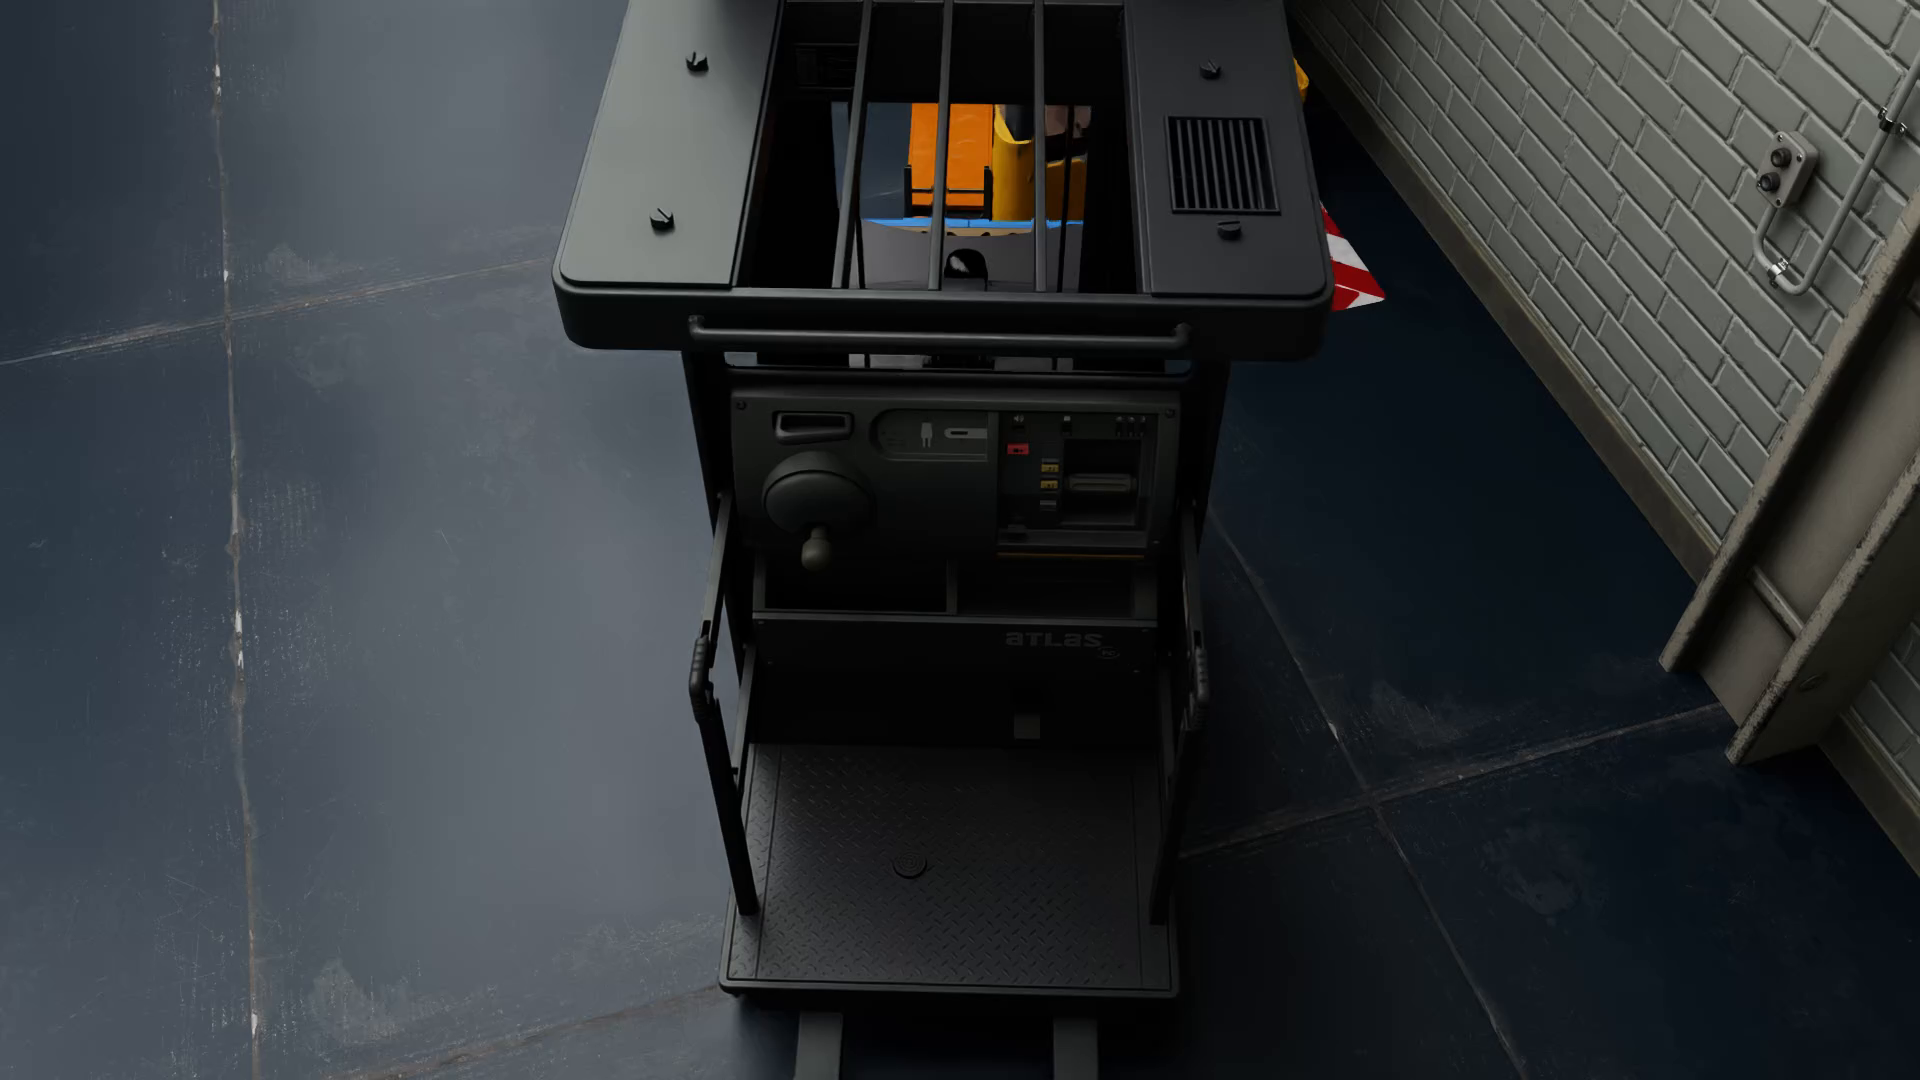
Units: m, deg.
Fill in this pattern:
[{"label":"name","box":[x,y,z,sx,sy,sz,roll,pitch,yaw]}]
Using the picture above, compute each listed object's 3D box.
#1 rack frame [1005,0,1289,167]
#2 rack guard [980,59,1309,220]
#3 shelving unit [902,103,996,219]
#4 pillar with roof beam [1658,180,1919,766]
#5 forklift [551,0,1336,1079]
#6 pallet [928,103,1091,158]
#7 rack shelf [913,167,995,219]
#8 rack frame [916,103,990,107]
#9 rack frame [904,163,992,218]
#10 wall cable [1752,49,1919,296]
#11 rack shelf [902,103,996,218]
[{"label":"rack frame","box":[0.658,-2.281,5.211,1.000,3.000,0.127,-13,51,-11]},{"label":"rack guard","box":[0.665,-1.457,6.152,1.175,0.500,0.348,-13,51,-11]},{"label":"shelving unit","box":[-0.027,-0.824,5.160,0.258,1.200,0.503,1,50,1]},{"label":"pillar with roof beam","box":[-1.830,-1.465,0.599,9.100,9.000,0.400,-13,51,-11]},{"label":"forklift","box":[-0.014,-0.020,3.350,1.130,2.935,3.031,1,50,1]},{"label":"pallet","box":[0.346,-1.948,6.754,1.003,0.211,1.213,-13,51,-11]},{"label":"rack shelf","box":[-0.027,-0.925,5.040,0.258,0.148,0.480,1,50,1]},{"label":"rack frame","box":[-0.021,-1.010,5.317,0.240,1.200,0.015,1,50,1]},{"label":"rack frame","box":[-0.034,-0.637,5.002,0.240,1.200,0.015,1,50,1]},{"label":"wall cable","box":[1.940,-1.887,4.214,0.084,1.984,1.851,-13,51,-11]},{"label":"rack shelf","box":[-0.027,-1.077,4.859,0.258,0.148,0.480,1,50,1]}]
